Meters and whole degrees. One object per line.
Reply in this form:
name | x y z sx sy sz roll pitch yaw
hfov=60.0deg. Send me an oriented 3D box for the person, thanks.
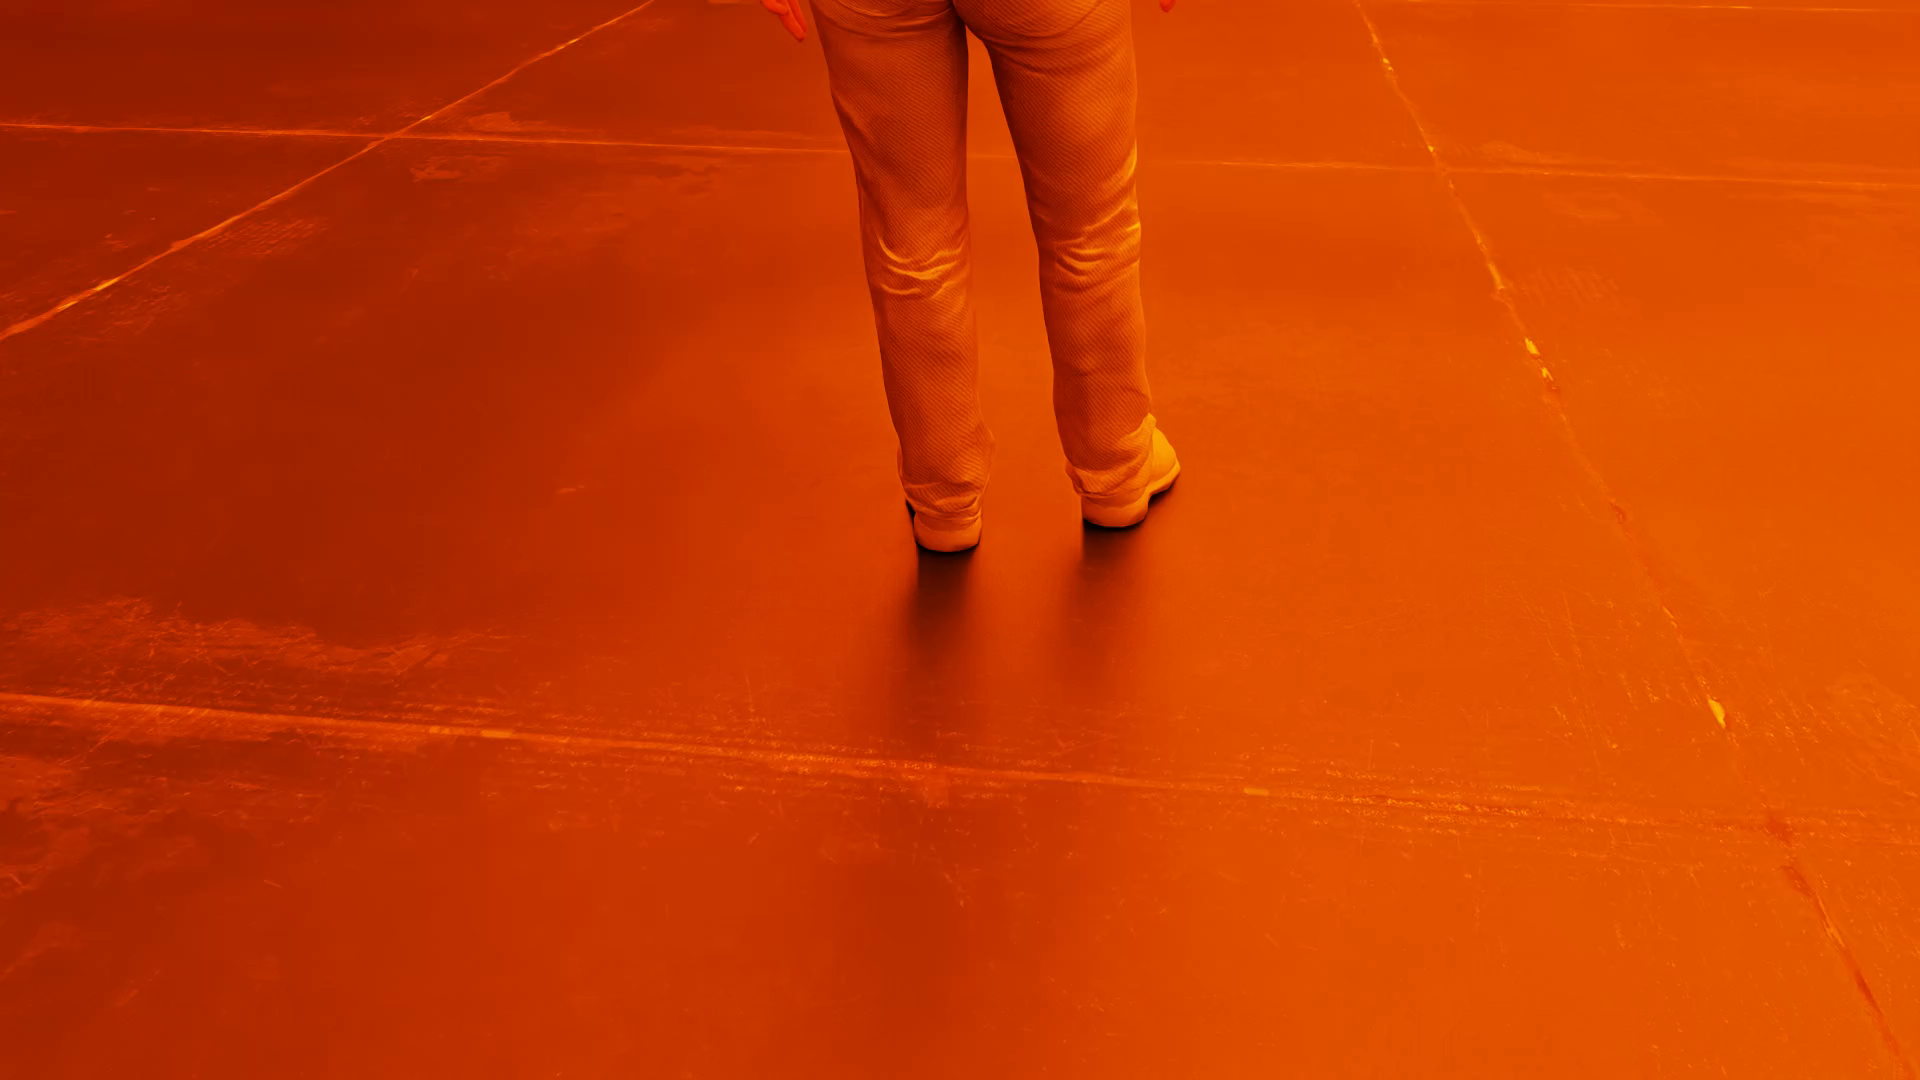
person | 0.017 -0.827 2.155 0.632 1.773 0.568 3 27 7
